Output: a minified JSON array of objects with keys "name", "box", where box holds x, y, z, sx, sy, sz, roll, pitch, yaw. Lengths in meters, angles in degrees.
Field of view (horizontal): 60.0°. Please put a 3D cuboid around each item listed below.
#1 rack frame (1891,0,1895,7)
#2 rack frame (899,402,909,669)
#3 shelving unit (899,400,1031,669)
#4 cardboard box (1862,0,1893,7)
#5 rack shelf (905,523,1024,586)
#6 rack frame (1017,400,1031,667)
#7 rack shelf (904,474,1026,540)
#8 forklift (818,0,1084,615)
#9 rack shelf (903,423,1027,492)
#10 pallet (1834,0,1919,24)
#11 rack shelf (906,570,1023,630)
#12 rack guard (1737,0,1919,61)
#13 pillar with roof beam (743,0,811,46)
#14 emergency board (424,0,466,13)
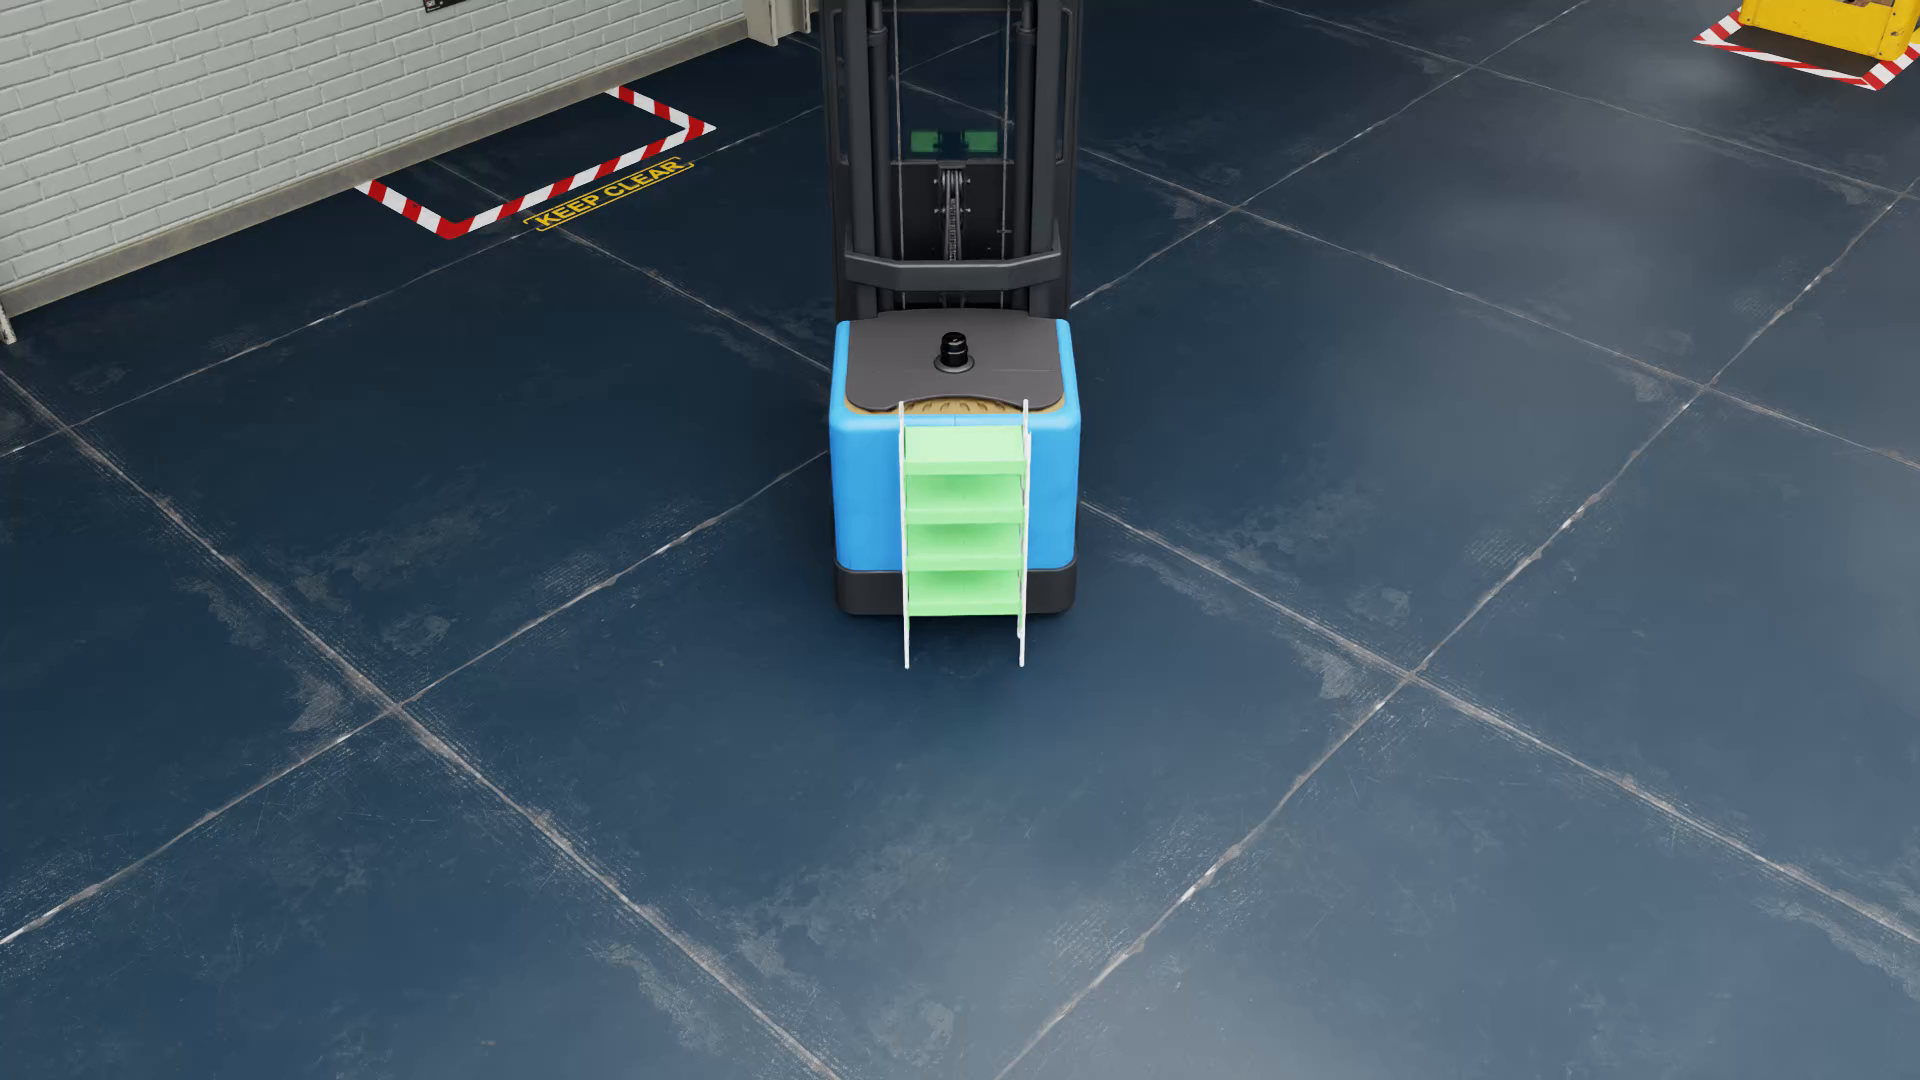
[{"name":"rack frame","box":[6.502,-4.992,11.618,1.000,3.000,0.127,30,47,32]},{"name":"rack frame","box":[-0.227,0.003,6.782,0.015,1.200,0.240,-1,38,-1]},{"name":"shelving unit","box":[0.016,-0.001,6.787,0.503,1.200,0.258,-1,38,-1]},{"name":"cardboard box","box":[7.028,-4.233,12.535,0.500,0.250,0.500,30,47,32]},{"name":"rack shelf","box":[0.016,0.049,6.827,0.480,0.148,0.258,-1,38,-1]},{"name":"rack frame","box":[0.260,-0.004,6.792,0.015,1.200,0.240,-1,38,-1]},{"name":"rack shelf","box":[0.016,-0.139,6.677,0.480,0.148,0.258,-1,38,-1]},{"name":"forklift","box":[-0.041,-1.710,7.546,1.130,2.935,3.031,-1,38,-1]},{"name":"rack shelf","box":[0.016,-0.326,6.528,0.480,0.148,0.258,-1,38,-1]},{"name":"pallet","box":[6.987,-4.269,12.949,1.003,0.211,1.213,30,47,32]},{"name":"rack shelf","box":[0.016,0.237,6.976,0.480,0.148,0.258,-1,38,-1]},{"name":"rack guard","box":[6.486,-4.002,12.382,1.175,0.500,0.348,30,47,32]},{"name":"pillar with roof beam","box":[1.807,-5.539,7.485,9.100,9.000,0.400,30,47,32]},{"name":"emergency board","box":[-3.086,-3.883,10.223,0.157,1.169,0.626,30,47,32]}]
